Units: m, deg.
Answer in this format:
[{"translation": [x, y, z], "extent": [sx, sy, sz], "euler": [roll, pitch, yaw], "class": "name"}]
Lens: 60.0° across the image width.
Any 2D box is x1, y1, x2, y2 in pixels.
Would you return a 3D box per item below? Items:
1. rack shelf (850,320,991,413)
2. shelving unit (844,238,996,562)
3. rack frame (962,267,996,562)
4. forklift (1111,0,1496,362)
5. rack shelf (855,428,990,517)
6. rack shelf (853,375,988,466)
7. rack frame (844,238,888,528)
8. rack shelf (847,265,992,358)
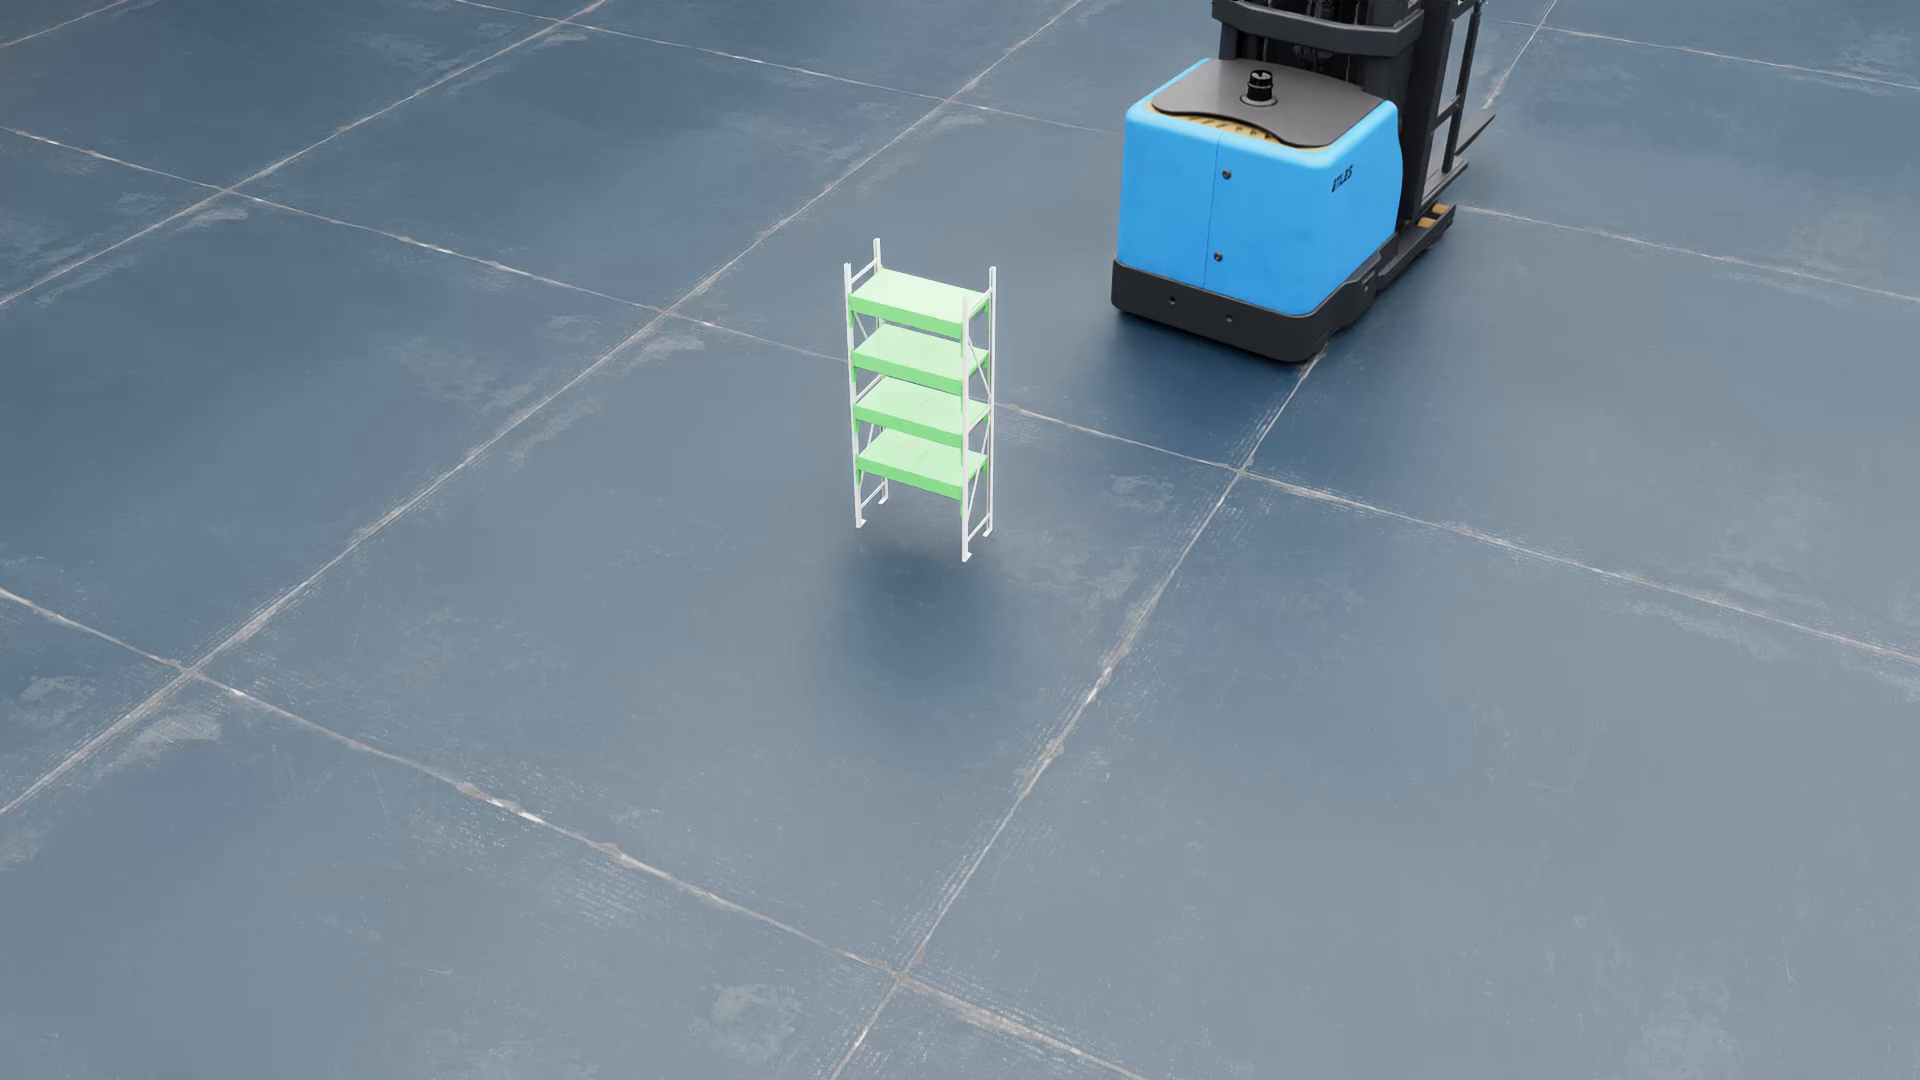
[{"translation": [-0.147, -0.664, 6.341], "extent": [0.480, 0.148, 0.258], "euler": [17, 41, 21], "class": "rack shelf"}, {"translation": [-0.147, -0.524, 6.448], "extent": [0.503, 1.200, 0.258], "euler": [17, 41, 21], "class": "shelving unit"}, {"translation": [0.070, -0.456, 6.358], "extent": [0.015, 1.200, 0.240], "euler": [17, 41, 21], "class": "rack frame"}, {"translation": [1.987, -2.846, 8.075], "extent": [1.130, 2.935, 3.031], "euler": [22, 43, 27], "class": "forklift"}, {"translation": [-0.147, -0.282, 6.632], "extent": [0.480, 0.148, 0.258], "euler": [17, 41, 21], "class": "rack shelf"}, {"translation": [-0.147, -0.473, 6.487], "extent": [0.480, 0.148, 0.258], "euler": [17, 41, 21], "class": "rack shelf"}, {"translation": [-0.364, -0.592, 6.537], "extent": [0.015, 1.200, 0.240], "euler": [17, 41, 21], "class": "rack frame"}, {"translation": [-0.147, -0.855, 6.196], "extent": [0.480, 0.148, 0.258], "euler": [17, 41, 21], "class": "rack shelf"}]
